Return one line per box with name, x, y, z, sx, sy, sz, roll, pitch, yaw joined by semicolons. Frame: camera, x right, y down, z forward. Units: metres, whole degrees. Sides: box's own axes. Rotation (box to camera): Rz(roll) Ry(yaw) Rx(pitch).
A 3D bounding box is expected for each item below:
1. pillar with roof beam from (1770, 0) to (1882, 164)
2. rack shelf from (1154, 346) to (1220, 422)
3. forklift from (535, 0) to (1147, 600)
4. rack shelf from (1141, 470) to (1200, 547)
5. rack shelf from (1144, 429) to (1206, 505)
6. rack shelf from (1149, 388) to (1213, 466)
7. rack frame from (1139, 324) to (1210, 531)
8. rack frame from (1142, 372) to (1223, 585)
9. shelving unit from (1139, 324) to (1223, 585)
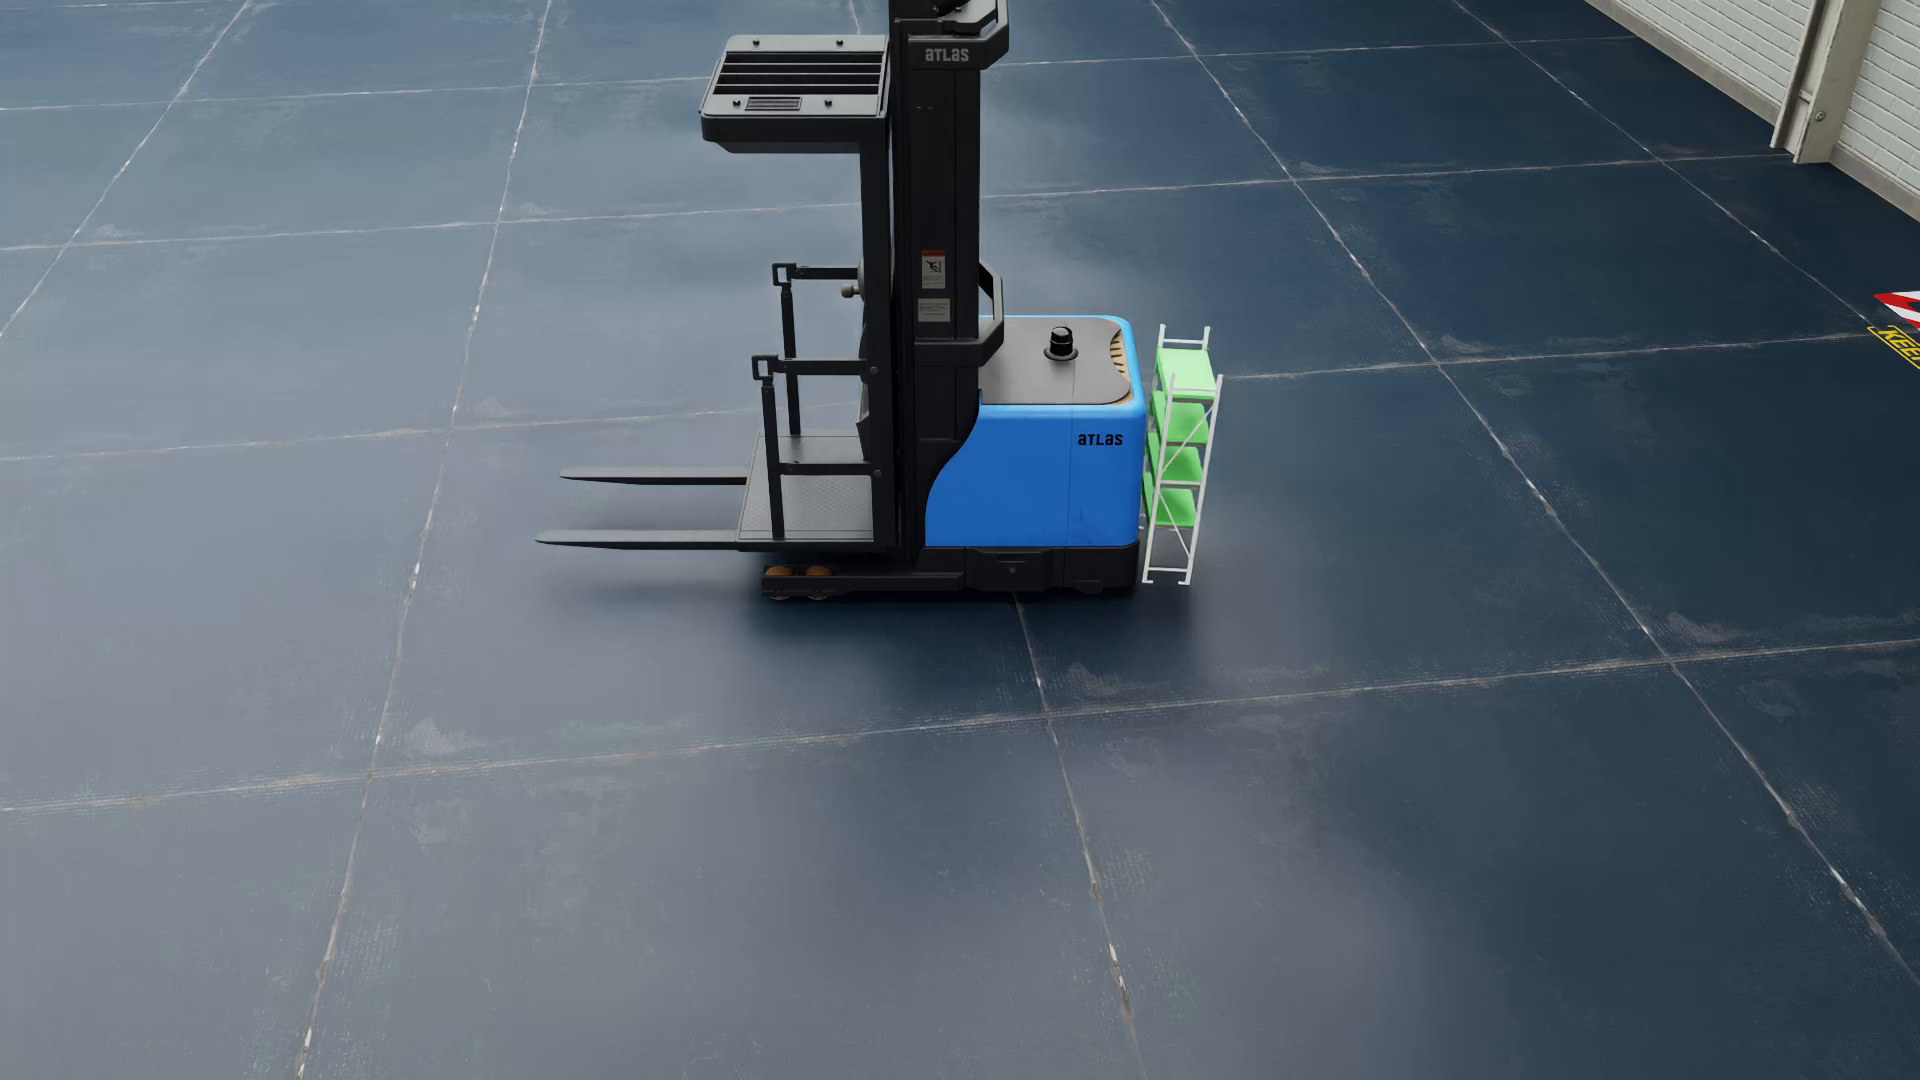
pillar with roof beam;2.449;-6.480;10.268;9.100;9.000;0.400;-4;35;-6
rack shelf;1.094;-0.758;8.047;0.258;0.148;0.480;2;34;-2
forklift;-0.622;-1.212;7.925;3.031;2.935;1.130;0;34;0
rack shelf;1.056;-0.164;8.453;0.258;0.148;0.480;2;34;-2
rack shelf;1.069;-0.362;8.318;0.258;0.148;0.480;2;34;-2
rack shelf;1.081;-0.560;8.183;0.258;0.148;0.480;2;34;-2
rack frame;1.072;-0.552;8.483;0.240;1.200;0.015;2;34;-2
rack frame;1.072;-0.277;8.080;0.240;1.200;0.015;2;34;-2
shelving unit;1.072;-0.415;8.282;0.258;1.200;0.503;2;34;-2
